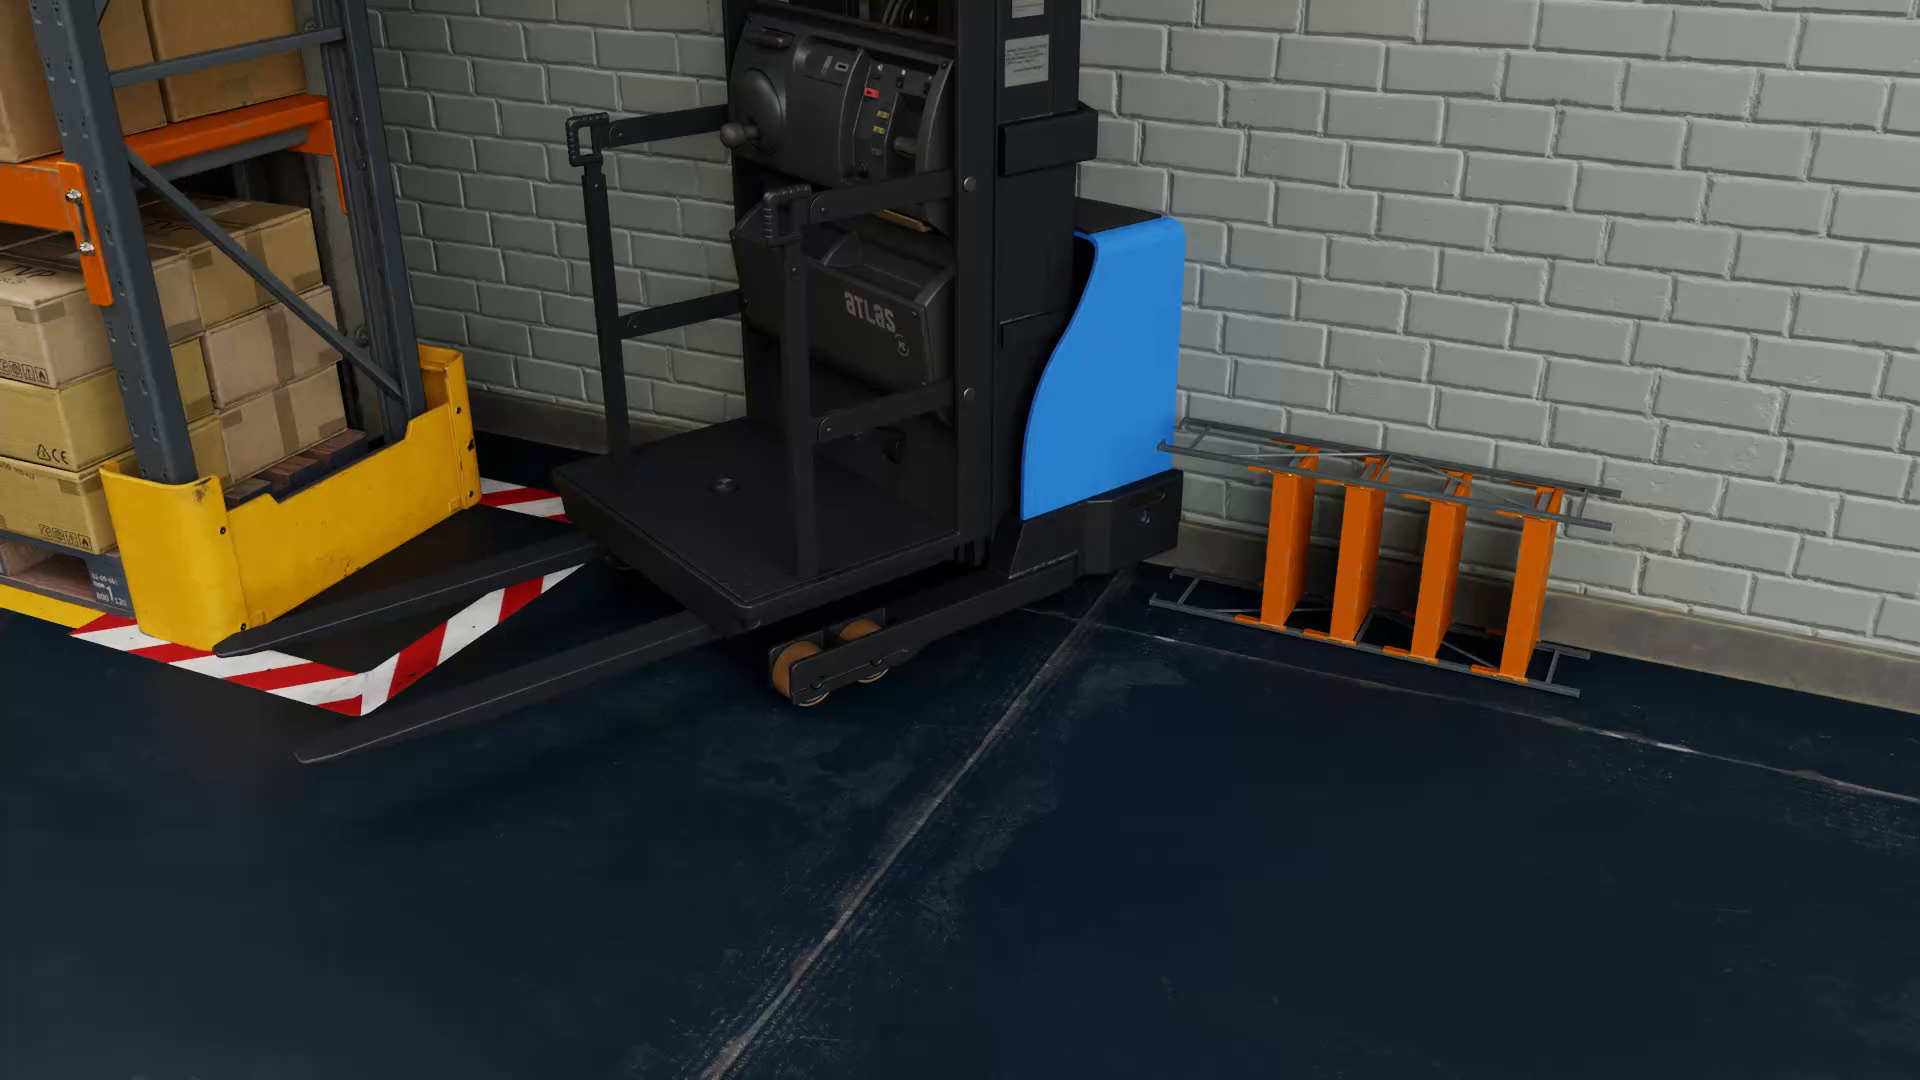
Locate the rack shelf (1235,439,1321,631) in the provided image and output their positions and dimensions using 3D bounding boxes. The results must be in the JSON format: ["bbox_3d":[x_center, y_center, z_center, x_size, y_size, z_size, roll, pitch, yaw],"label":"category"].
[{"bbox_3d":[0.903,-0.021,4.709,0.148,0.480,0.258,12,29,23],"label":"rack shelf"}]

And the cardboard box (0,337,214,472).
[{"bbox_3d":[-2.561,-0.440,4.820,0.500,0.250,0.500,11,28,21],"label":"cardboard box"}]

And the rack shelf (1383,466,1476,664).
[{"bbox_3d":[1.284,0.059,4.545,0.148,0.480,0.258,12,29,23],"label":"rack shelf"}]

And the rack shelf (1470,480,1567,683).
[{"bbox_3d":[1.497,0.104,4.454,0.148,0.480,0.258,12,29,23],"label":"rack shelf"}]

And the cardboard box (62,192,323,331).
[{"bbox_3d":[-2.348,-0.865,5.117,0.500,0.250,0.500,11,28,21],"label":"cardboard box"}]

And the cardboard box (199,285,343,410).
[{"bbox_3d":[-2.331,-0.646,5.238,0.500,0.250,0.500,12,29,23],"label":"cardboard box"}]

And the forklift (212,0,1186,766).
[{"bbox_3d":[-0.494,-1.143,4.253,3.031,2.935,1.130,-19,32,-34],"label":"forklift"}]

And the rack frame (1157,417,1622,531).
[{"bbox_3d":[1.143,-0.190,4.498,1.200,0.015,0.240,12,29,23],"label":"rack frame"}]

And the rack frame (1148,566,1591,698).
[{"bbox_3d":[1.143,0.248,4.714,1.200,0.015,0.240,12,29,23],"label":"rack frame"}]

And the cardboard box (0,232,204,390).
[{"bbox_3d":[-2.537,-0.660,4.700,0.500,0.250,0.500,12,29,24],"label":"cardboard box"}]

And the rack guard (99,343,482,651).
[{"bbox_3d":[-1.967,-0.172,5.033,0.348,0.500,1.175,11,28,22],"label":"rack guard"}]

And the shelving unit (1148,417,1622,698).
[{"bbox_3d":[1.143,0.029,4.606,1.200,0.503,0.258,12,29,23],"label":"shelving unit"}]

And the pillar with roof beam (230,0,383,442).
[{"bbox_3d":[-4.032,-2.748,0.644,0.400,9.000,9.100,11,28,22],"label":"pillar with roof beam"}]

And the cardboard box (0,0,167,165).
[{"bbox_3d":[-2.546,-1.327,4.436,0.500,0.500,0.500,11,28,21],"label":"cardboard box"}]

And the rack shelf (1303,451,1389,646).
[{"bbox_3d":[1.082,0.017,4.632,0.148,0.480,0.258,12,29,23],"label":"rack shelf"}]

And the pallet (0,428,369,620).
[{"bbox_3d":[-2.702,-0.170,5.356,1.213,0.211,1.003,11,28,22],"label":"pallet"}]

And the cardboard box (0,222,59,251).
[{"bbox_3d":[-3.005,-0.751,4.885,0.500,0.250,0.500,12,29,23],"label":"cardboard box"}]

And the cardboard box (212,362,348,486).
[{"bbox_3d":[-2.355,-0.421,5.347,0.500,0.250,0.500,11,28,22],"label":"cardboard box"}]

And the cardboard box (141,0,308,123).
[{"bbox_3d":[-2.325,-1.545,4.879,0.500,0.500,0.500,12,29,23],"label":"cardboard box"}]

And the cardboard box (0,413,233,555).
[{"bbox_3d":[-2.548,-0.211,4.921,0.500,0.250,0.500,12,28,22],"label":"cardboard box"}]

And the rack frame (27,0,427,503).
[{"bbox_3d":[-1.989,-1.298,4.490,0.127,3.000,1.000,11,28,22],"label":"rack frame"}]

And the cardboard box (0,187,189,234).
[{"bbox_3d":[-2.805,-0.955,5.299,0.500,0.250,0.500,11,28,22],"label":"cardboard box"}]

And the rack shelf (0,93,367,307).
[{"bbox_3d":[-3.810,-1.341,5.392,4.000,0.370,1.077,11,28,22],"label":"rack shelf"}]
